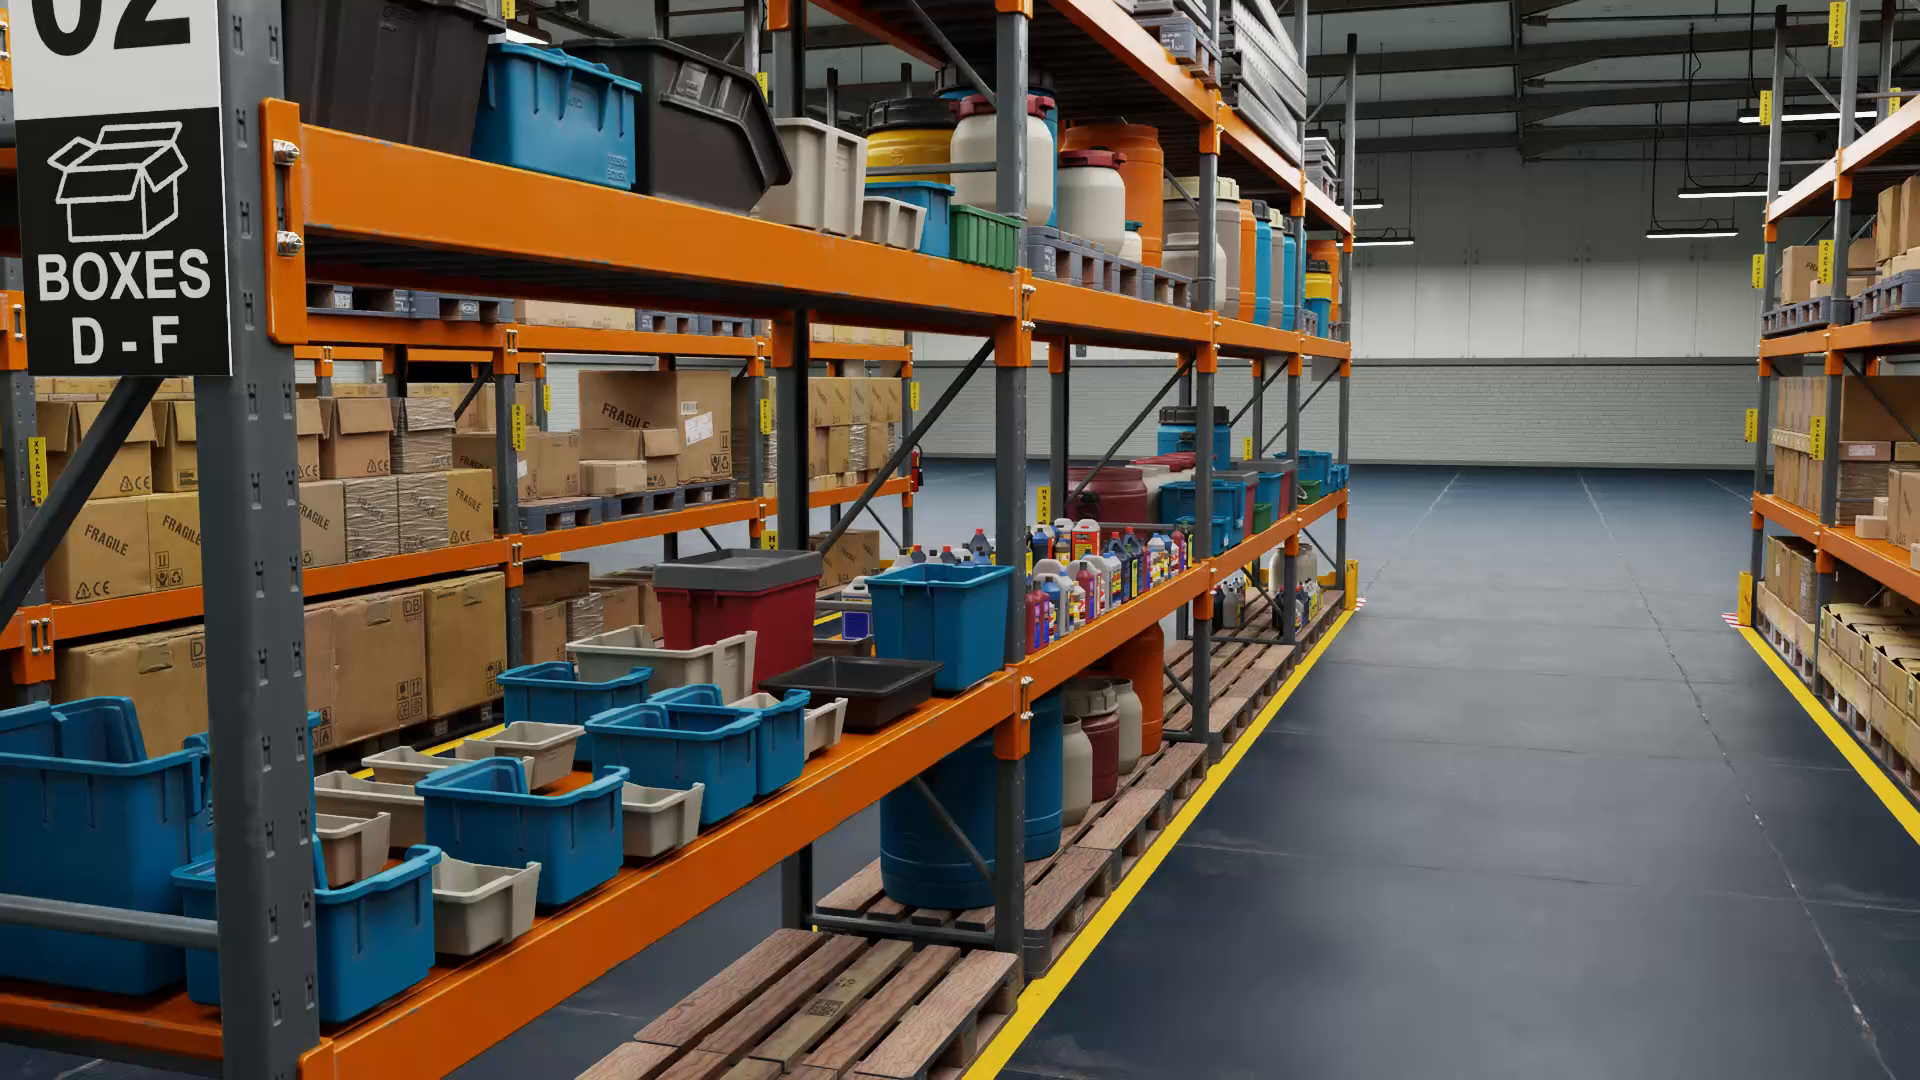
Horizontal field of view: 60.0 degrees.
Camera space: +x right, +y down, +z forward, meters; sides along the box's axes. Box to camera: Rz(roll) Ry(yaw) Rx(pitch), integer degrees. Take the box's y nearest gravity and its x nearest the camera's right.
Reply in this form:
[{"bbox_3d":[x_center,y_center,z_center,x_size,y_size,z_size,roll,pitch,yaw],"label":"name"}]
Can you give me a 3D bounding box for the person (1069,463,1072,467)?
[{"bbox_3d":[1.064,0.019,16.505,0.347,1.607,0.503,-5,7,-41],"label":"person"}]
